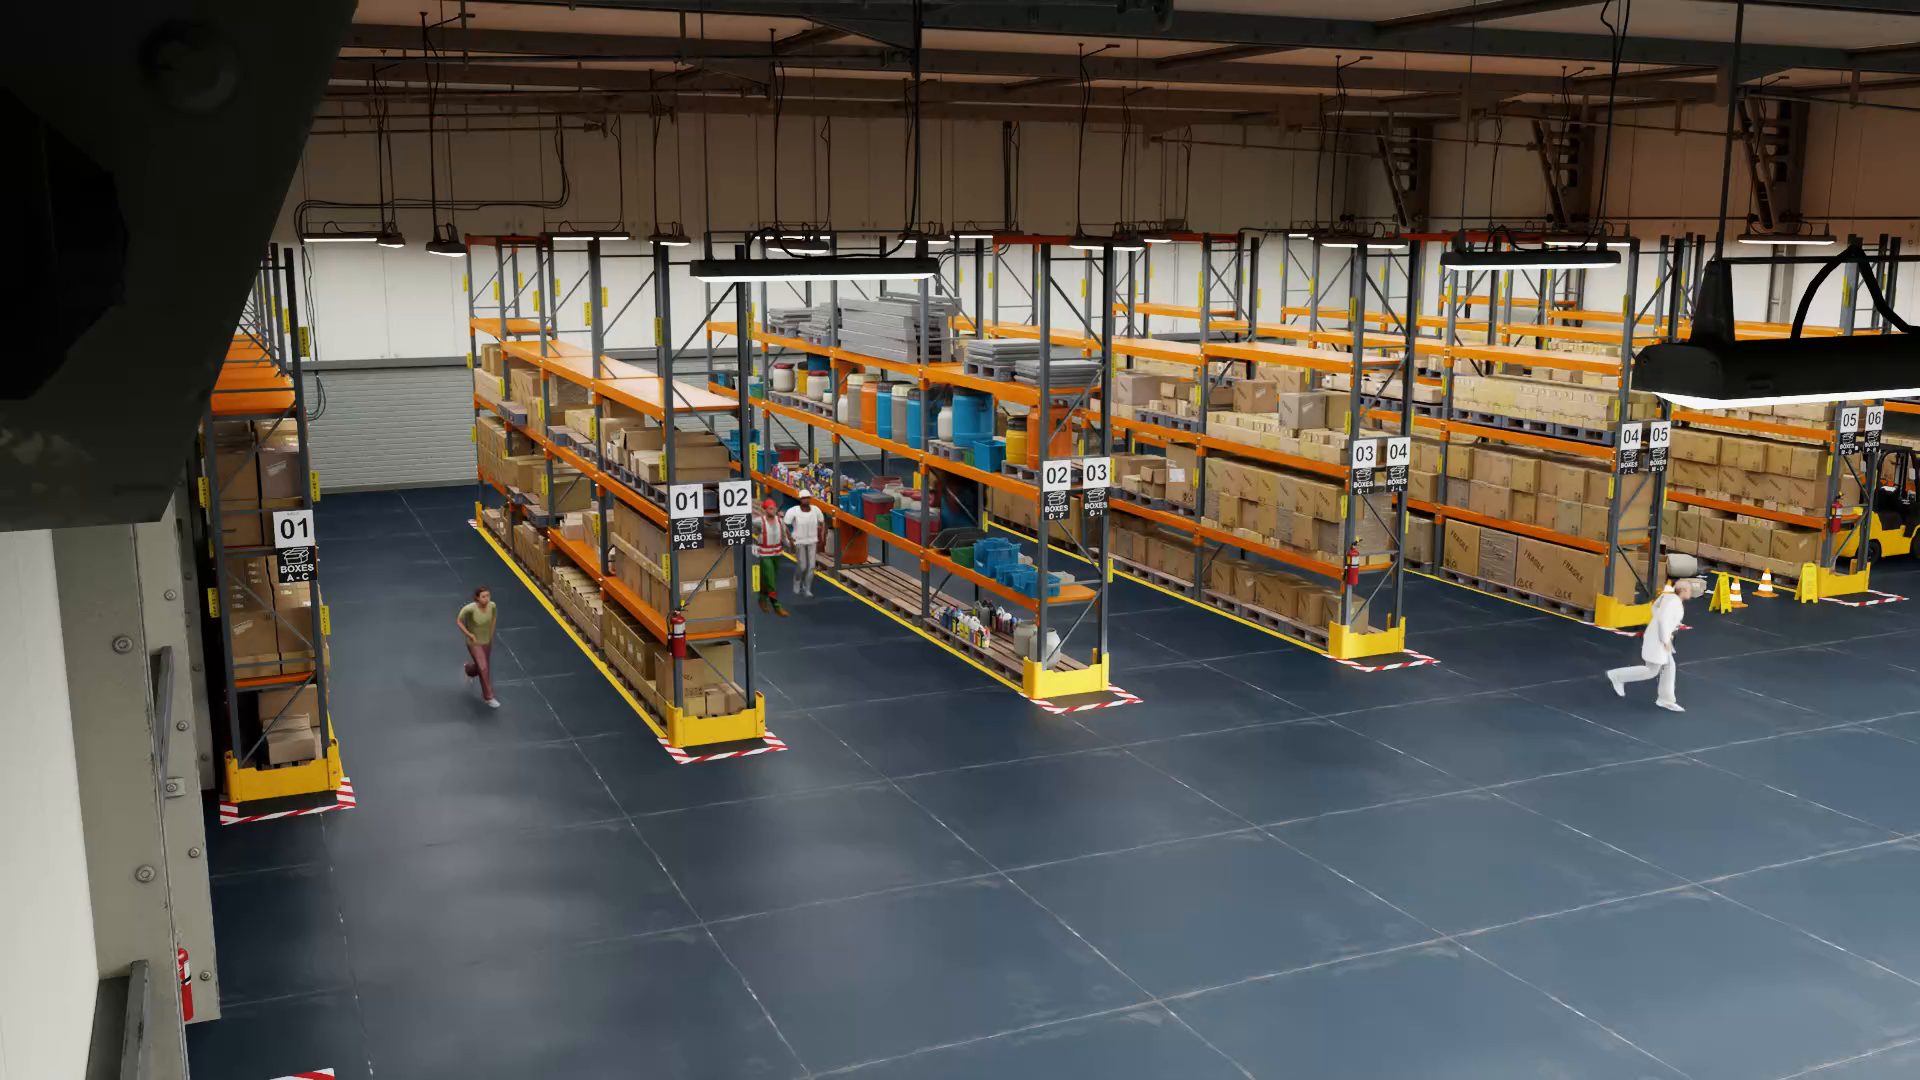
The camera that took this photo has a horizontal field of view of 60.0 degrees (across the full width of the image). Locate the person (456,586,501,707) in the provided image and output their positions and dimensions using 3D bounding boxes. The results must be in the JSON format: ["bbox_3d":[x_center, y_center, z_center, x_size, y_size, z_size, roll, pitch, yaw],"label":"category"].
[{"bbox_3d":[-6.399,1.355,21.980,0.566,1.620,0.888,-9,14,-37],"label":"person"}]

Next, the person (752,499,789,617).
[{"bbox_3d":[-2.933,0.264,25.561,0.663,1.831,0.854,-9,14,-38],"label":"person"}]

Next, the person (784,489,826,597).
[{"bbox_3d":[-2.497,0.038,26.883,0.719,1.750,0.528,-5,12,-23],"label":"person"}]

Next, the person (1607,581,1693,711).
[{"bbox_3d":[9.003,1.365,21.728,0.977,1.739,0.722,2,11,11],"label":"person"}]
